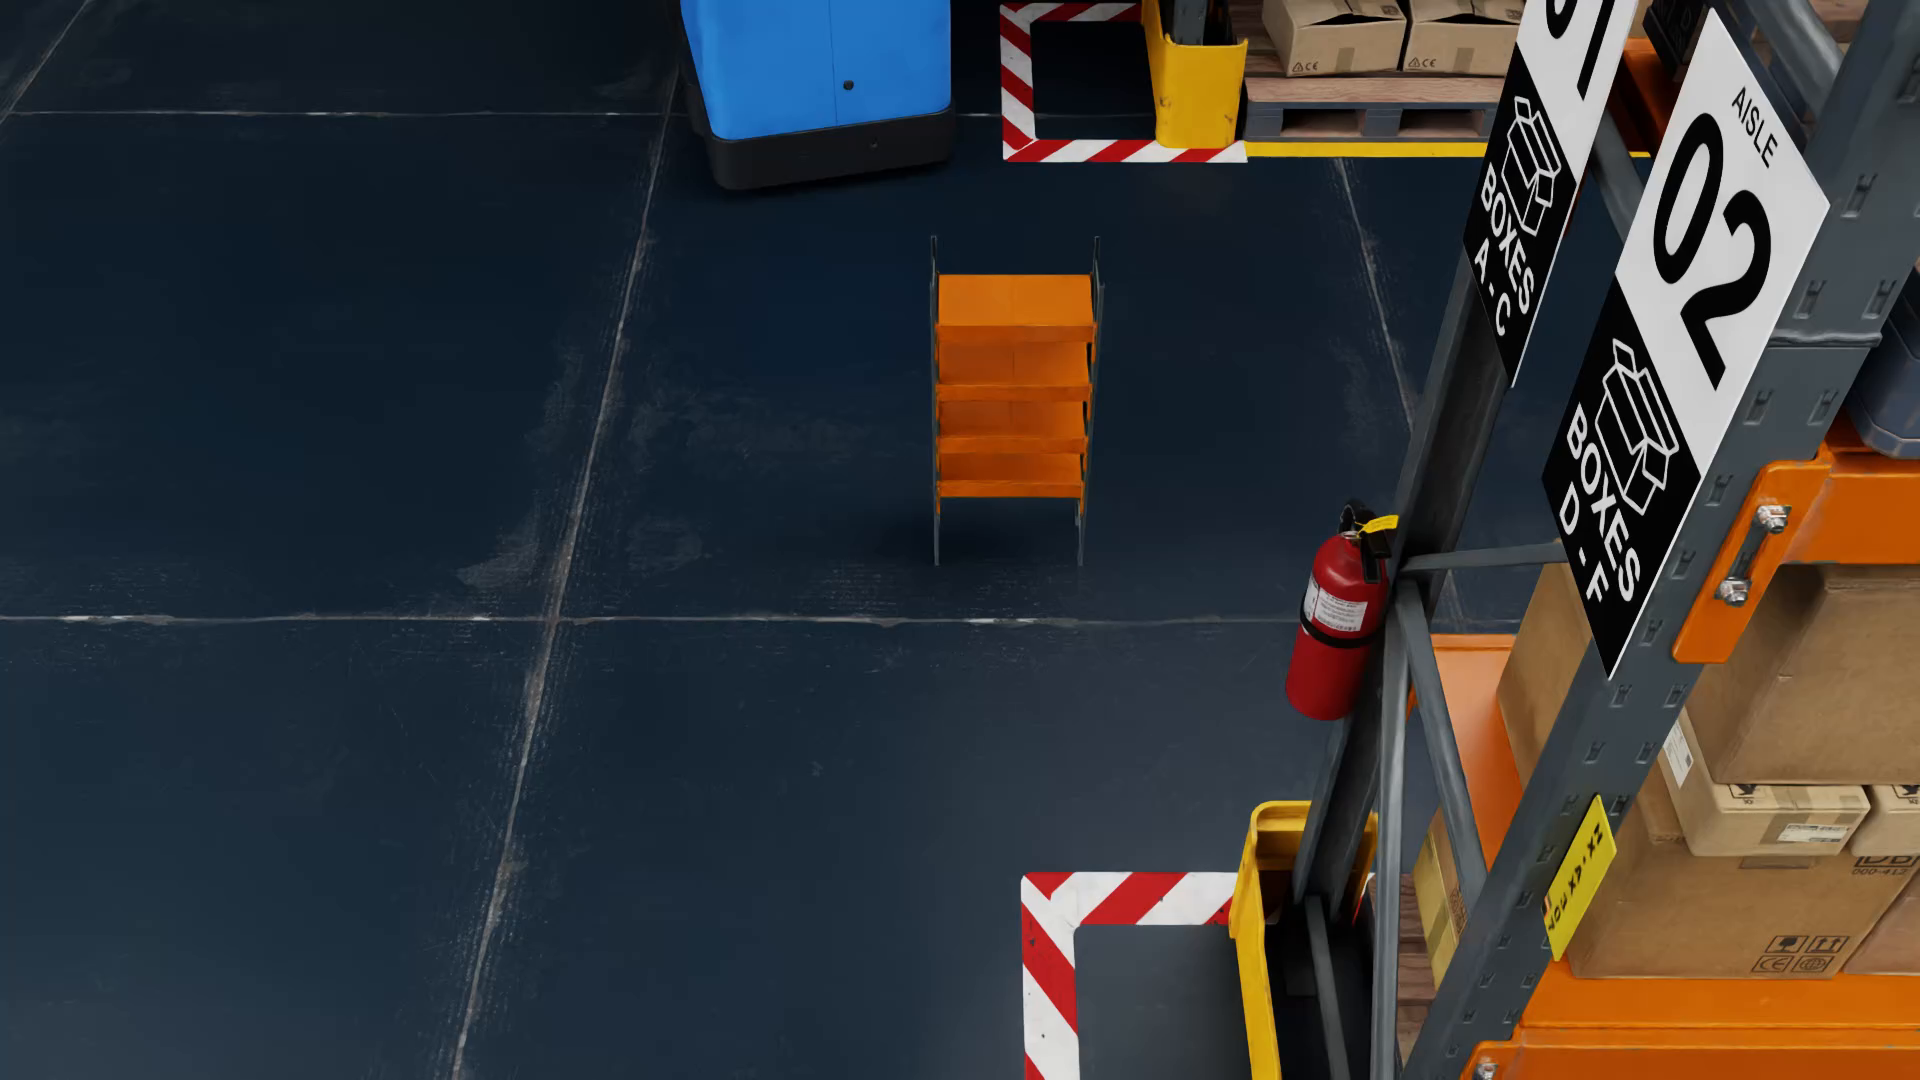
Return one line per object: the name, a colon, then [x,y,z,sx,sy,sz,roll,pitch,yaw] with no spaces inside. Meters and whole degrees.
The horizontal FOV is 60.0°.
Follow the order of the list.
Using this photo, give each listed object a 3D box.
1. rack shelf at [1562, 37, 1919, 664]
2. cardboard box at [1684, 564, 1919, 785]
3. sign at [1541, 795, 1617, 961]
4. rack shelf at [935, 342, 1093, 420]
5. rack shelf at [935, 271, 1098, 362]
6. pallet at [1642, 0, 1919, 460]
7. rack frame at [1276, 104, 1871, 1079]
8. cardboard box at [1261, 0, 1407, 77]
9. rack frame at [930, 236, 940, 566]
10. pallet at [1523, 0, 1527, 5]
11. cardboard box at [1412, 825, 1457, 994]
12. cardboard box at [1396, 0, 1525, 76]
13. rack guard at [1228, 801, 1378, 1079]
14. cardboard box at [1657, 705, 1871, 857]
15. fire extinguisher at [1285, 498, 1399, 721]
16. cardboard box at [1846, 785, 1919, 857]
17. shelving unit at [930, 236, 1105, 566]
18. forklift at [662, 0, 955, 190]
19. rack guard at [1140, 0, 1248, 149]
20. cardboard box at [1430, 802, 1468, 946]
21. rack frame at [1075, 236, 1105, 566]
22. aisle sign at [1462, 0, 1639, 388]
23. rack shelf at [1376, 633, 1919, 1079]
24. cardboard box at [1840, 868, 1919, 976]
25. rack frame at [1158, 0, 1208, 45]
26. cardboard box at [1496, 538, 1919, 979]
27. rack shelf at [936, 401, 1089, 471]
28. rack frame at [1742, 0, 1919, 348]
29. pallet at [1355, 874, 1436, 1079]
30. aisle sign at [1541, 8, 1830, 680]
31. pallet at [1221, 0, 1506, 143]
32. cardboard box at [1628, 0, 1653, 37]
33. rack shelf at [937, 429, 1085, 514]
rack shelf: [2.959,-0.330,2.450,4.000,0.370,1.077,0,47,0]
cardboard box: [1.479,-0.024,2.768,0.500,0.500,0.700,0,47,0]
sign: [0.951,0.526,2.566,0.005,0.325,0.100,0,47,0]
rack shelf: [0.166,-0.515,5.196,0.480,0.148,0.258,0,47,0]
rack shelf: [0.166,-0.676,5.023,0.480,0.148,0.258,0,47,0]
pallet: [1.666,-0.529,2.205,1.213,0.211,1.003,0,47,0]
rack frame: [0.959,0.442,3.290,0.127,3.000,1.000,0,47,0]
cardboard box: [1.666,-2.350,7.425,0.500,0.311,0.500,-5,47,-4]
rack frame: [-0.078,-0.409,5.311,0.015,1.200,0.240,0,47,0]
pallet: [3.079,-2.200,7.654,1.213,0.211,1.003,0,47,0]
cardboard box: [1.497,1.021,4.342,0.500,0.250,0.500,0,47,0]
cardboard box: [2.236,-2.349,7.423,0.500,0.311,0.500,4,47,3]
rack guard: [0.935,1.293,4.205,0.348,0.500,1.175,0,47,0]
cardboard box: [1.351,0.345,2.868,0.250,0.149,0.380,0,47,0]
fire extinguisher: [0.843,0.128,3.635,0.183,0.674,0.296,0,47,0]
cardboard box: [1.615,0.344,2.869,0.250,0.149,0.380,-1,47,-1]
shelving unit: [0.166,-0.408,5.310,0.503,1.200,0.258,0,47,0]
forklift: [-0.874,-3.578,7.078,1.130,2.935,3.031,-10,48,-9]
rack guard: [1.050,-2.332,7.579,0.348,0.500,1.175,0,47,0]
cardboard box: [1.497,0.764,4.069,0.500,0.500,0.500,0,47,0]
rack frame: [0.410,-0.408,5.310,0.015,1.200,0.240,0,47,0]
aisle sign: [0.895,-0.659,2.538,0.004,0.787,0.394,0,47,0]
rack shelf: [2.959,0.692,3.548,4.000,0.370,1.077,0,47,0]
cardboard box: [1.951,0.416,3.245,0.500,0.500,0.700,1,47,1]
rack frame: [0.974,-3.184,6.665,0.127,3.000,1.000,0,47,0]
cardboard box: [1.426,0.418,3.243,0.500,0.500,0.700,0,47,0]
rack shelf: [0.166,-0.363,5.360,0.480,0.148,0.258,0,47,0]
rack frame: [0.959,-1.602,1.094,0.127,3.000,1.000,0,47,0]
pallet: [1.724,1.363,4.337,1.213,0.211,1.003,0,47,0]
aisle sign: [0.893,-0.220,2.129,0.004,0.787,0.394,0,47,0]
pallet: [1.862,-2.206,7.659,1.213,0.211,1.003,0,47,0]
cardboard box: [2.969,-2.375,7.318,0.500,0.500,0.700,-3,47,-2]
rack shelf: [0.166,-0.227,5.505,0.480,0.148,0.258,0,47,0]
